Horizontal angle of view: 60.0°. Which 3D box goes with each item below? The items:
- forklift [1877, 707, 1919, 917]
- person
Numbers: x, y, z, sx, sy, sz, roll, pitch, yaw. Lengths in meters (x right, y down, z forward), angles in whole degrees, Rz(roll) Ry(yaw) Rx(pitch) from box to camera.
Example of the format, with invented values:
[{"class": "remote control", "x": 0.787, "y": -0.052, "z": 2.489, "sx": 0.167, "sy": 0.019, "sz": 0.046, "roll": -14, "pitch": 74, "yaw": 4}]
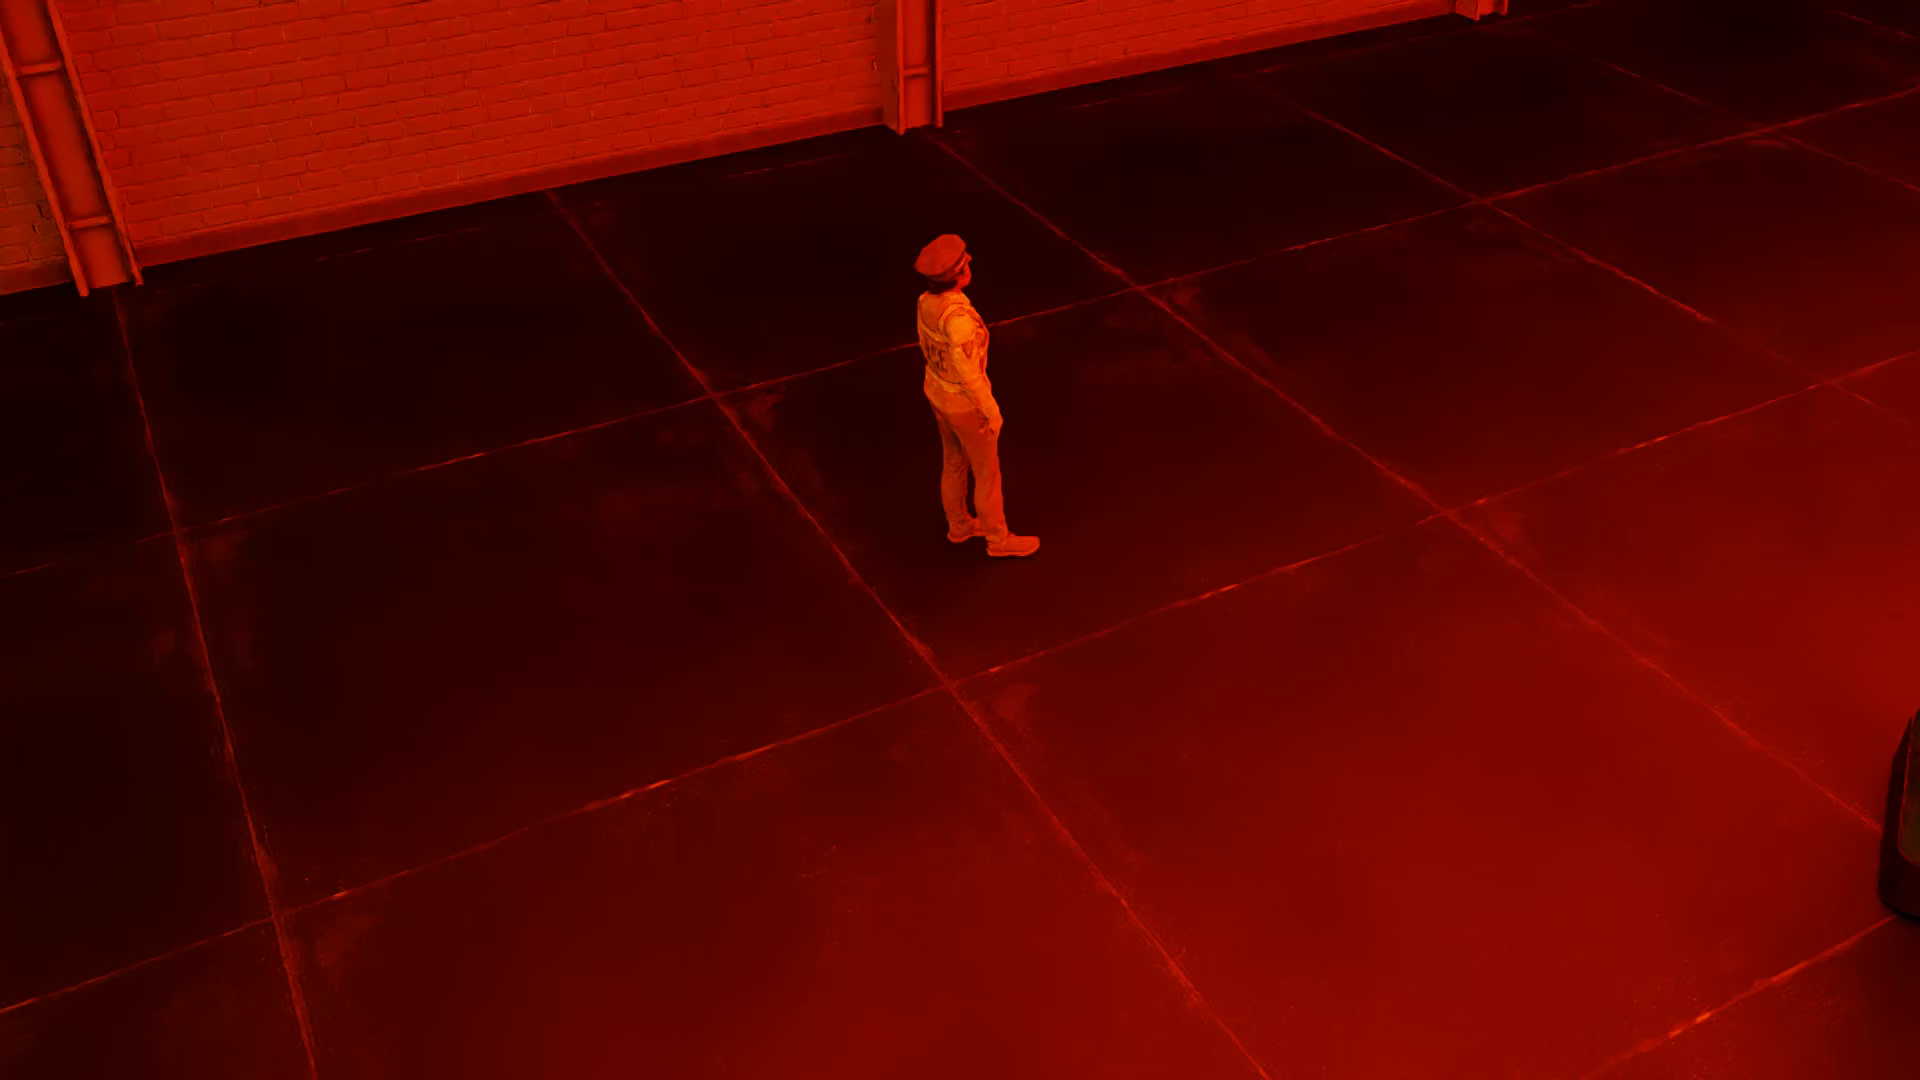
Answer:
[{"class": "forklift", "x": 5.171, "y": 0.438, "z": 5.503, "sx": 3.031, "sy": 2.935, "sz": 1.130, "roll": 18, "pitch": 39, "yaw": 23}, {"class": "person", "x": 0.063, "y": -0.713, "z": 8.190, "sx": 0.533, "sy": 1.695, "sz": 0.586, "roll": -17, "pitch": 39, "yaw": -23}]
